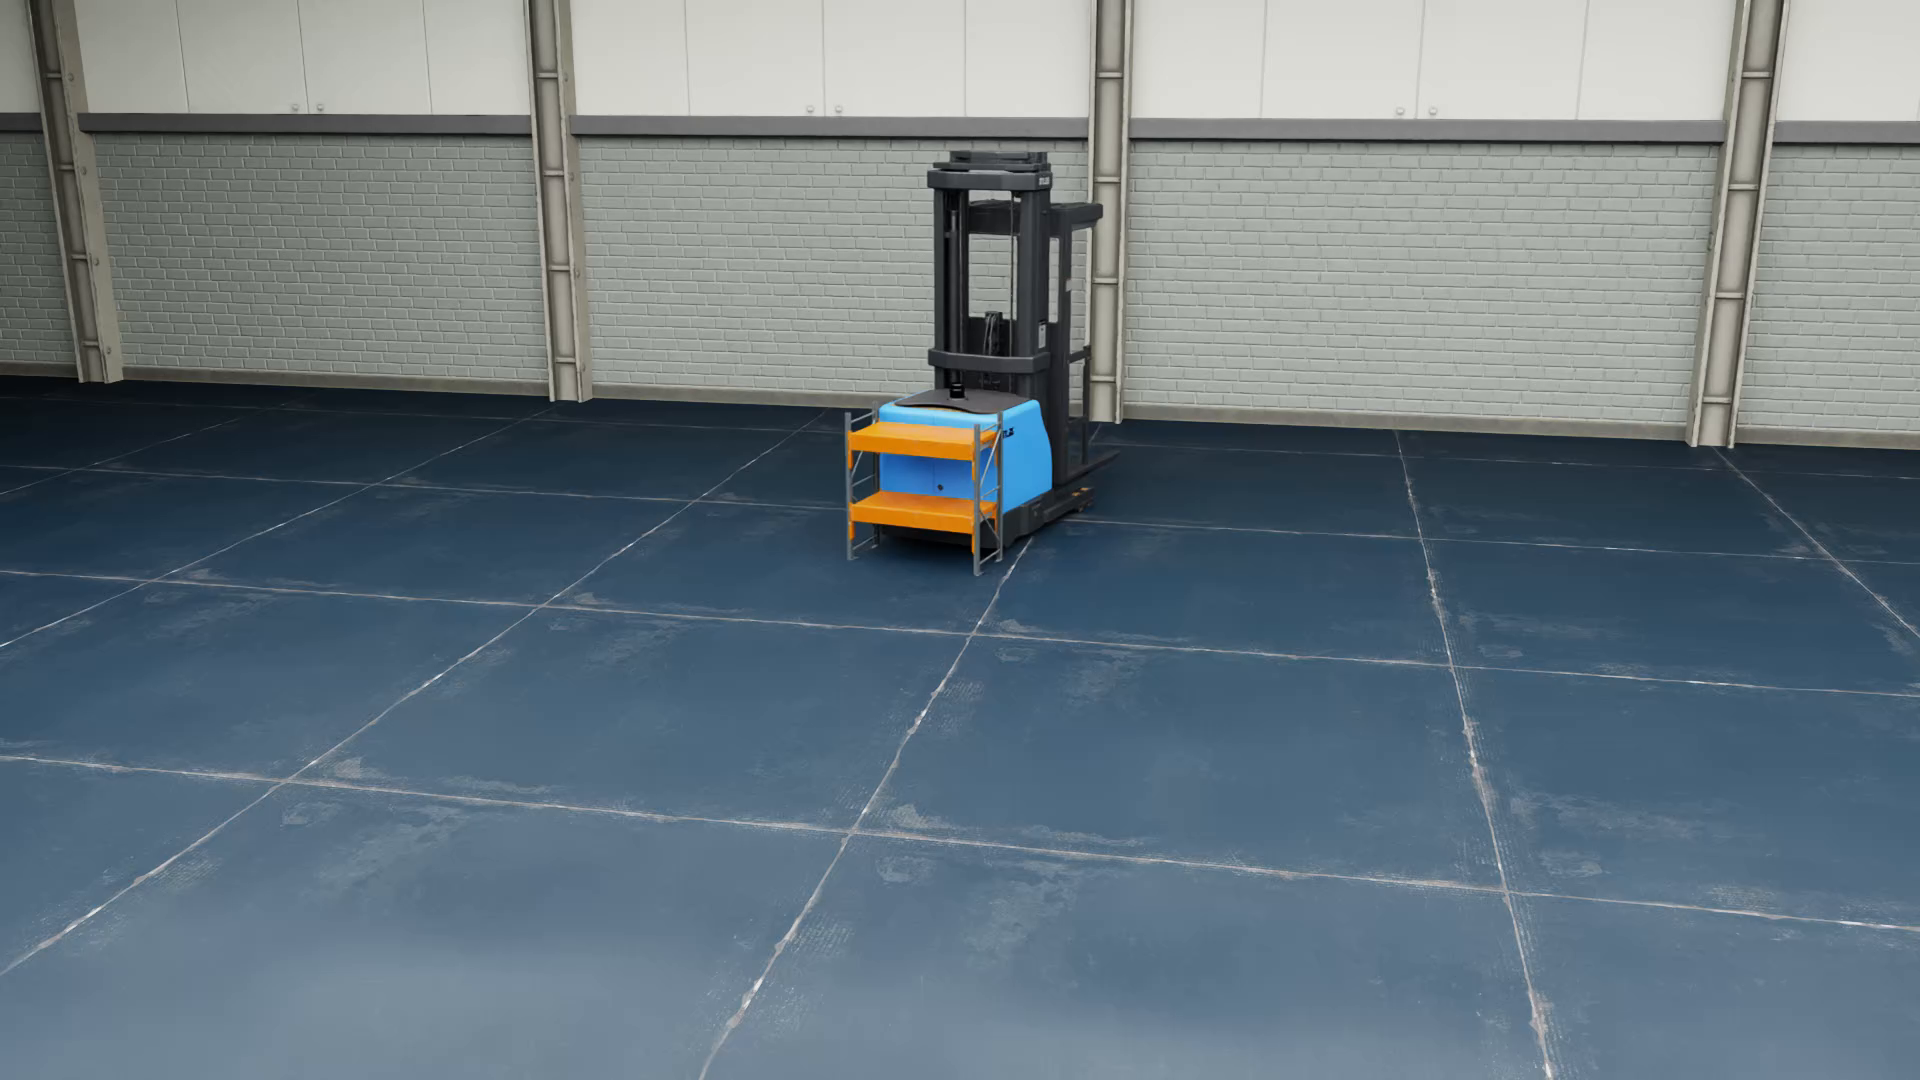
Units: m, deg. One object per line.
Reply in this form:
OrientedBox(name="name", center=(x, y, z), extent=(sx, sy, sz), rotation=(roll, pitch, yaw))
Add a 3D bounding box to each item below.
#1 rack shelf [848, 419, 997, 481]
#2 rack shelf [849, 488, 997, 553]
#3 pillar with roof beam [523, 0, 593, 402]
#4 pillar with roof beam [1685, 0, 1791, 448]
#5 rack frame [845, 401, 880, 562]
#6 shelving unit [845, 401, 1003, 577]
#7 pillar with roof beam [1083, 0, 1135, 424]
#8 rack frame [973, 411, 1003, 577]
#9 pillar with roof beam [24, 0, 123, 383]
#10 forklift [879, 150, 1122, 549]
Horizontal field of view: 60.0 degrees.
OrientedBox(name="rack shelf", center=(-0.260, -0.671, 12.212), extent=(1.000, 0.278, 0.538), rotation=(6, 17, 22))
OrientedBox(name="rack shelf", center=(-0.260, -0.154, 12.356), extent=(1.000, 0.278, 0.538), rotation=(6, 17, 22))
OrientedBox(name="pillar with roof beam", center=(-5.227, -4.795, 13.447), extent=(0.400, 9.000, 9.100), rotation=(3, 16, 11))
OrientedBox(name="pillar with roof beam", center=(6.532, -4.157, 11.142), extent=(0.400, 9.000, 9.100), rotation=(3, 16, 11))
OrientedBox(name="rack frame", center=(-0.729, -0.442, 12.479), extent=(0.032, 1.125, 0.500), rotation=(6, 17, 22))
OrientedBox(name="shelving unit", center=(-0.260, -0.389, 12.290), extent=(1.048, 1.125, 0.538), rotation=(6, 17, 22))
OrientedBox(name="pillar with roof beam", center=(0.653, -4.476, 12.294), extent=(0.400, 9.000, 9.100), rotation=(3, 16, 11))
OrientedBox(name="rack frame", center=(0.209, -0.337, 12.101), extent=(0.032, 1.125, 0.500), rotation=(6, 17, 22))
OrientedBox(name="pillar with roof beam", center=(-11.107, -5.115, 14.599), extent=(0.400, 9.000, 9.100), rotation=(3, 16, 11))
OrientedBox(name="forklift", center=(0.485, -1.693, 13.612), extent=(1.130, 2.935, 3.031), rotation=(8, 17, 26))
